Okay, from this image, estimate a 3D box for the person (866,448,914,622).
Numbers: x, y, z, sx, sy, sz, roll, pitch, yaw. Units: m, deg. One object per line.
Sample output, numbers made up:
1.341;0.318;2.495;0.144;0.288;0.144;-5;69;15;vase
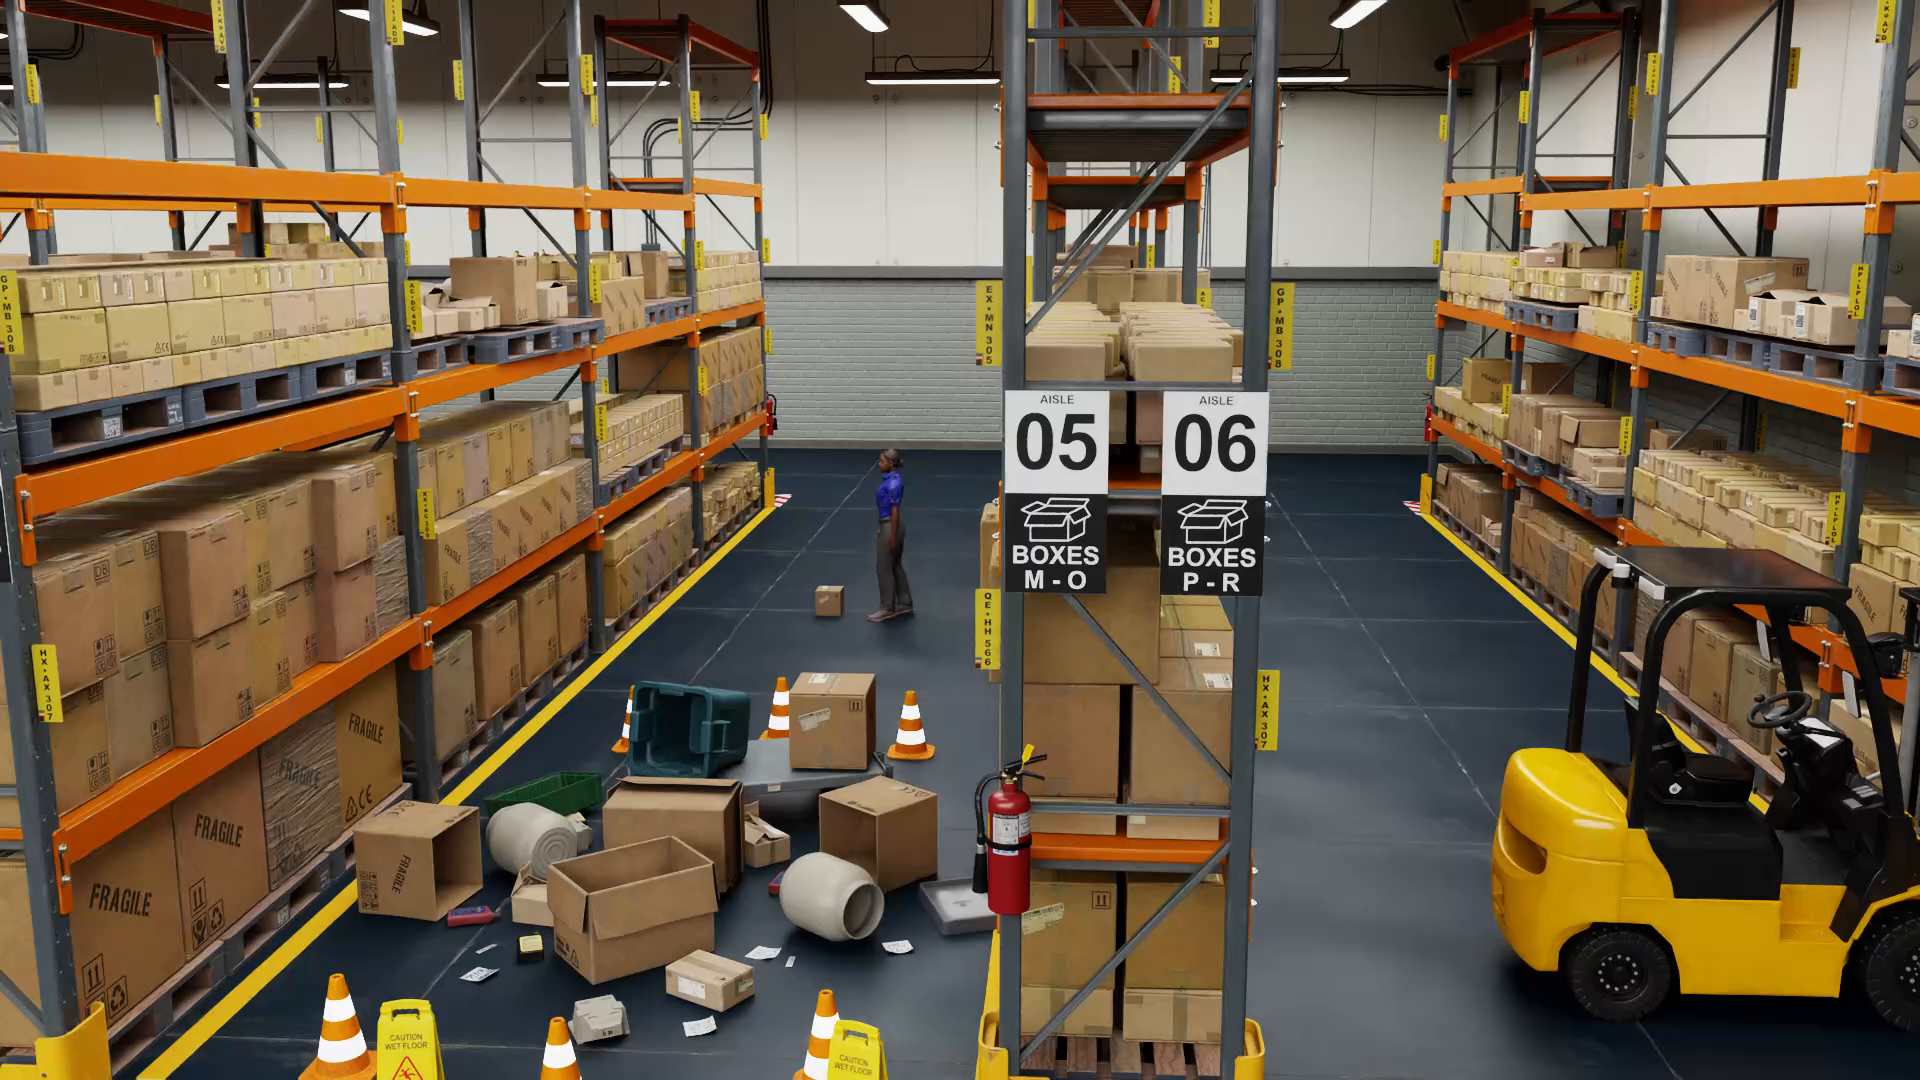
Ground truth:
-0.691;-0.066;16.257;0.469;1.669;0.464;0;11;-3;person
